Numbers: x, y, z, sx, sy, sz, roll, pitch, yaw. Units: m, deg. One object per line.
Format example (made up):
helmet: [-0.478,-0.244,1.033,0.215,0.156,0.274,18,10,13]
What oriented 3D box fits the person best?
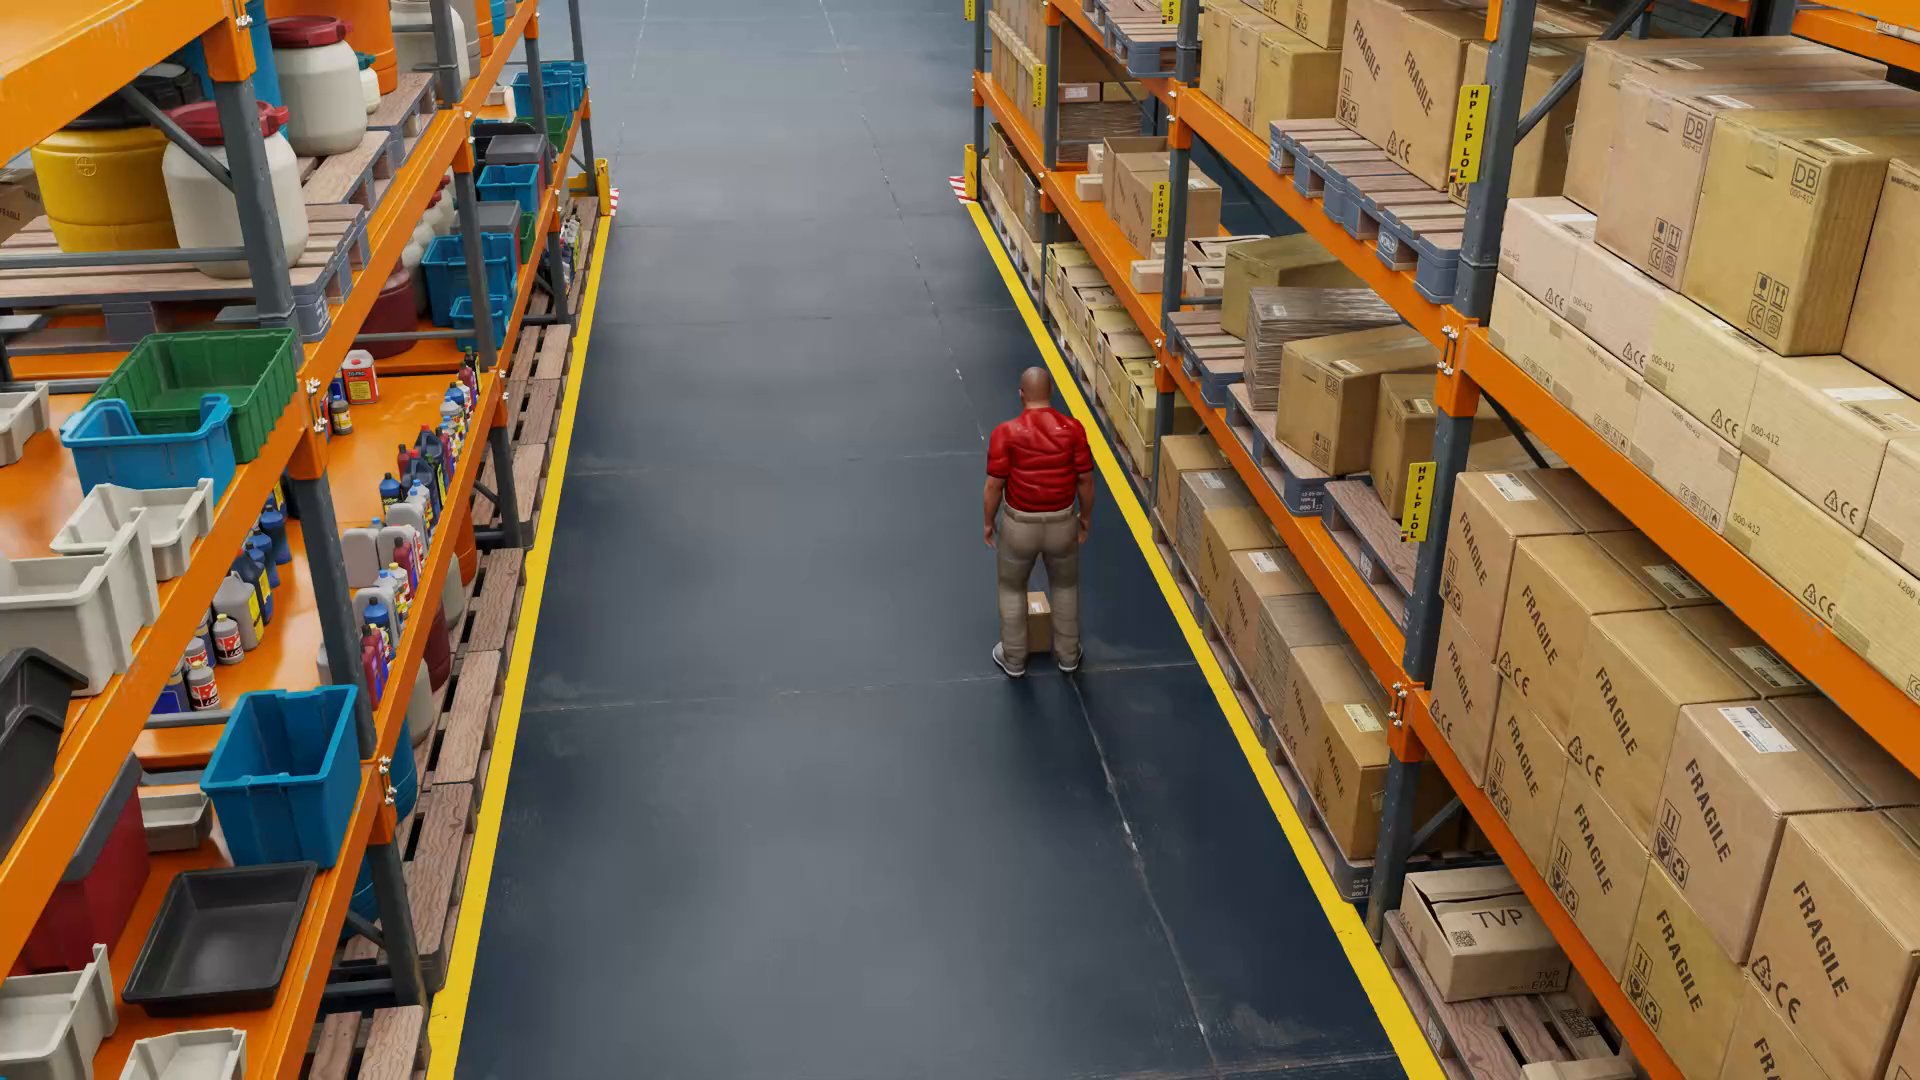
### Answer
person: [0.412,-0.083,8.794,0.587,1.727,0.393,-3,27,-6]
